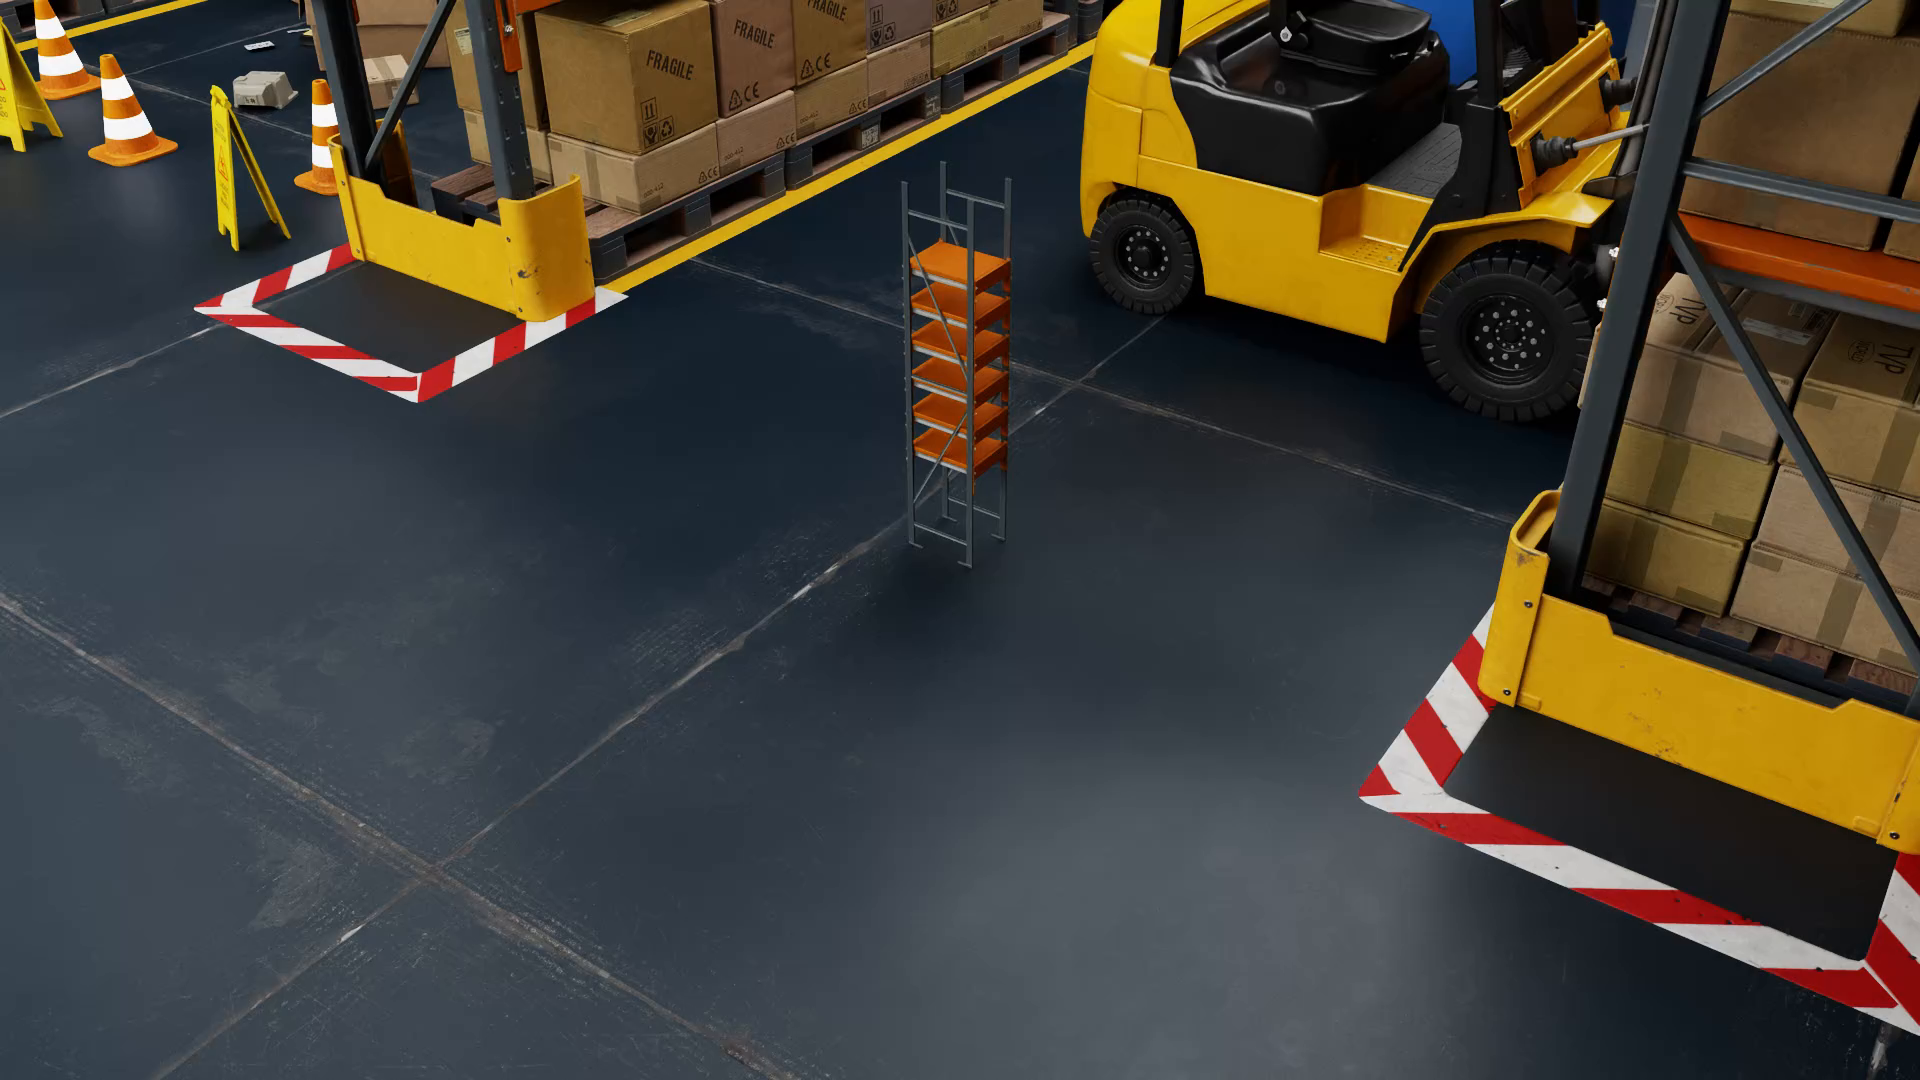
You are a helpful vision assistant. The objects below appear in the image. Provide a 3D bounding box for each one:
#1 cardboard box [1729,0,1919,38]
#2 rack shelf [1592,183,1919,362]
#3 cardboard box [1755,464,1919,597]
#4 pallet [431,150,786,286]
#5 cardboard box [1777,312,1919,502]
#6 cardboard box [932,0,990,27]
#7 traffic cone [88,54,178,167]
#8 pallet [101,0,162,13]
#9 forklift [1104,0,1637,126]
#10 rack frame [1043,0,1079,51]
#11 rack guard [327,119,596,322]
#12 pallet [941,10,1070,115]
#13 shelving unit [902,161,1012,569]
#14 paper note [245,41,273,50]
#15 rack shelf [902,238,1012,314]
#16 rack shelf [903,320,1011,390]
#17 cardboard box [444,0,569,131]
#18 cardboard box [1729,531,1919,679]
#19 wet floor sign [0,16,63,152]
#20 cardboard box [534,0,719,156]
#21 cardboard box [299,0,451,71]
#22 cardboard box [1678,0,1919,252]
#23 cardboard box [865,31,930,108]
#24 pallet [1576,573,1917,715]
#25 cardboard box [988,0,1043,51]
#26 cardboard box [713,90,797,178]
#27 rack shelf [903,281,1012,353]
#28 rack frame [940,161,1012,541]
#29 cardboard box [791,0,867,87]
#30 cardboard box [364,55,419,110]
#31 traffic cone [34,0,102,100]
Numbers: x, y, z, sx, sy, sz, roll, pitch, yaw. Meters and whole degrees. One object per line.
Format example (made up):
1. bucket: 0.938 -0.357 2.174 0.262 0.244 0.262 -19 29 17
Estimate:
1. cardboard box: 1.981 -1.286 3.806 0.380 0.149 0.250 22 40 29
2. rack shelf: 3.153 -1.349 5.210 1.077 0.370 4.000 21 39 28
3. cardboard box: 2.452 -0.119 4.382 0.500 0.250 0.500 22 40 29
4. pallet: -1.531 -1.553 7.358 1.003 0.211 1.213 21 39 28
5. cardboard box: 2.443 -0.337 4.257 0.500 0.250 0.500 21 39 28
6. cardboard box: -0.191 -2.904 8.277 0.500 0.500 0.500 22 40 29
7. traffic cone: -3.987 -2.068 7.895 0.336 0.463 0.334 21 39 28
8. pallet: -5.103 -3.642 10.447 1.003 0.211 1.213 21 39 28
9. forklift: 1.920 -3.771 8.209 1.130 2.935 3.031 -29 44 -36
10. rack frame: 0.214 -4.152 8.711 1.000 3.000 0.127 21 39 28
11. rack guard: -2.023 -1.310 6.741 1.175 0.500 0.348 21 39 28
12. pallet: -0.140 -2.676 9.019 1.003 0.211 1.213 21 39 28
13. shelving unit: -0.008 -0.490 4.904 0.258 1.200 0.189 21 39 28
14. paper note: -3.926 -2.775 9.327 0.142 0.017 0.144 -22 40 -29
15. rack shelf: -0.008 -0.752 4.727 0.258 0.103 0.180 21 39 28
16. rack shelf: -0.008 -0.553 4.862 0.258 0.103 0.180 21 39 28
17. cardboard box: -1.824 -2.108 7.100 0.500 0.500 0.500 22 40 28
18. cardboard box: 2.454 0.075 4.542 0.500 0.250 0.500 21 40 28
19. wet floor sign: -4.581 -2.224 7.963 0.267 0.644 0.232 14 37 20
20. cardboard box: -1.367 -1.950 6.867 0.500 0.500 0.500 20 39 27
21. cardboard box: -3.145 -2.894 9.080 0.797 0.503 0.637 -3 34 -4
22. cardboard box: 2.078 -1.079 4.078 0.500 0.500 0.500 20 39 27
23. cardboard box: -0.491 -2.348 8.124 0.500 0.250 0.500 22 40 29
24. pallet: 2.415 0.063 4.969 1.003 0.211 1.213 21 39 28
25. cardboard box: 0.098 -2.829 8.835 0.500 0.250 0.500 23 40 30
26. cardboard box: -1.082 -1.861 7.404 0.500 0.250 0.500 23 40 30
27. rack shelf: -0.008 -0.652 4.794 0.258 0.103 0.180 21 39 28
28. rack frame: 0.044 -0.532 4.966 0.240 1.200 0.006 21 39 28
29. cardboard box: -0.779 -2.421 7.562 0.500 0.500 0.500 22 40 29
30. cardboard box: -2.979 -2.378 8.633 0.250 0.149 0.380 -15 37 -21
31. traffic cone: -4.722 -2.585 8.660 0.336 0.463 0.334 21 39 28
